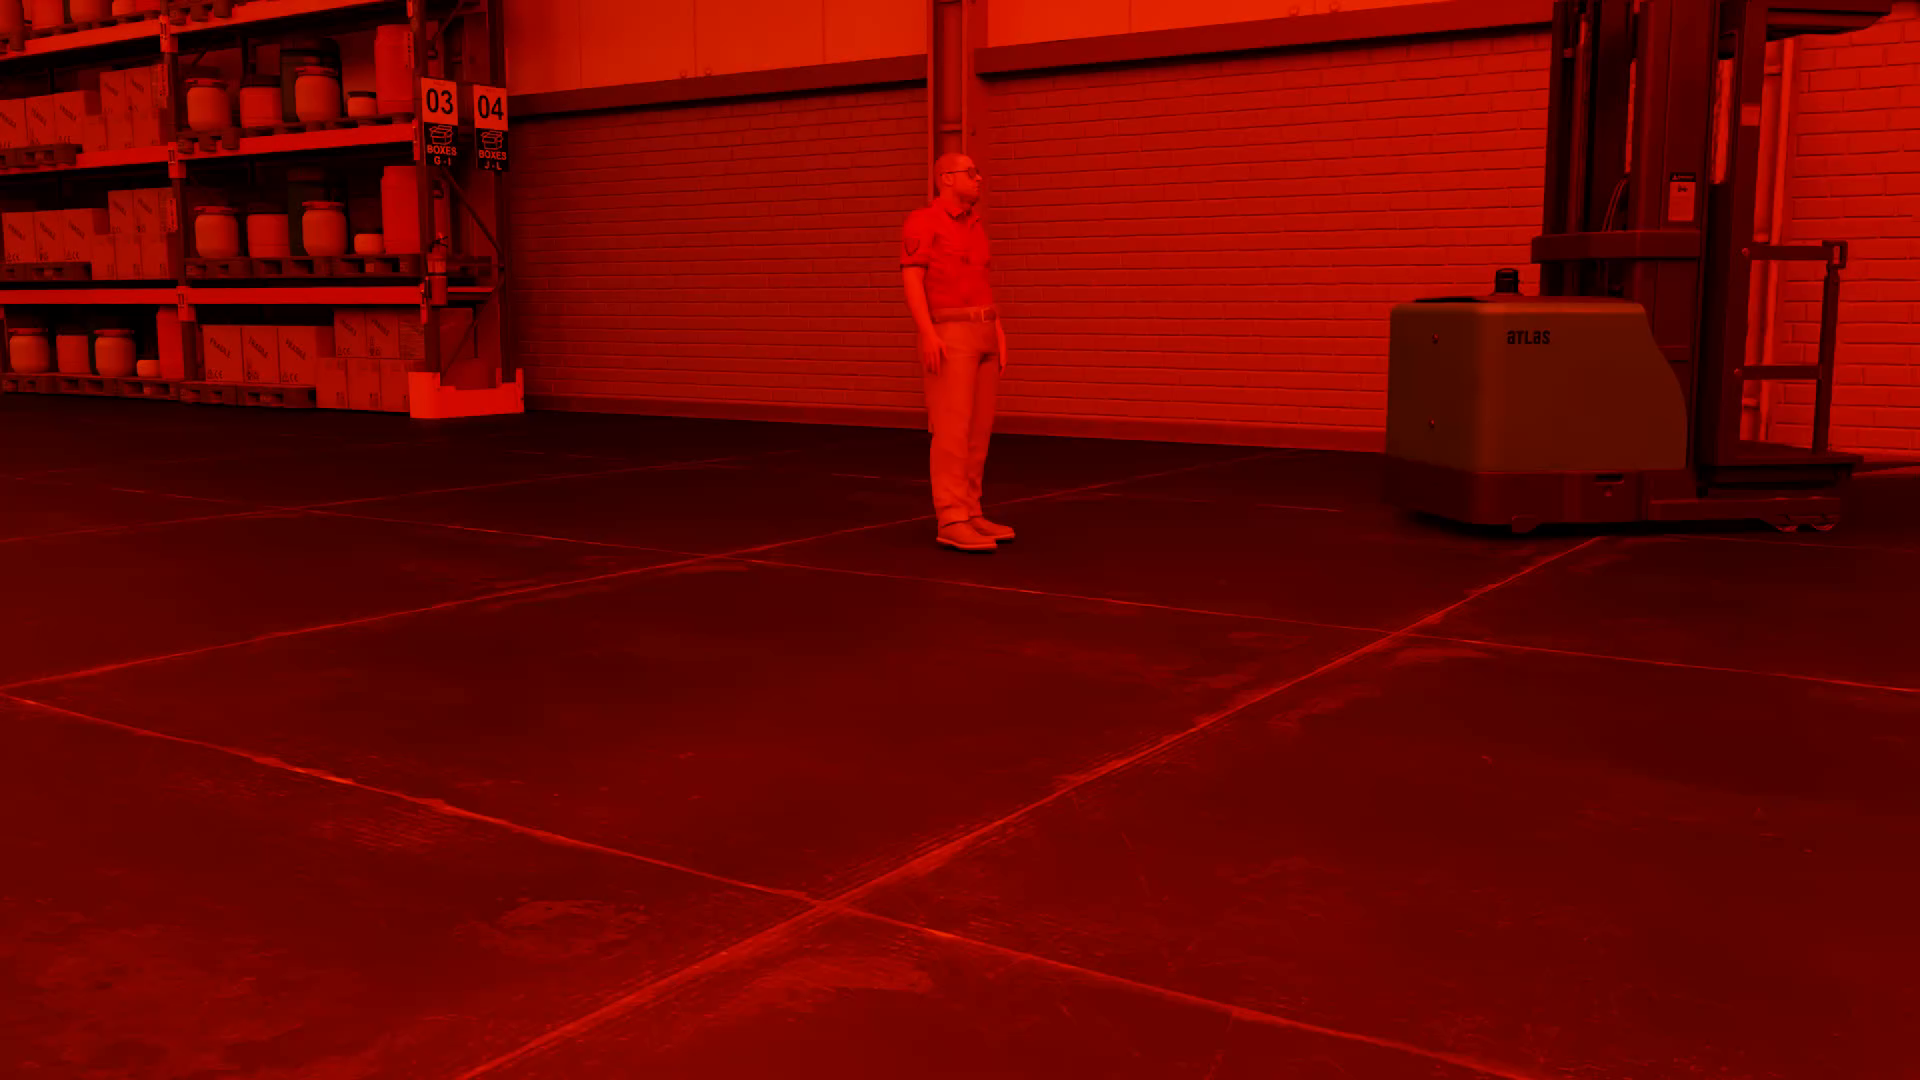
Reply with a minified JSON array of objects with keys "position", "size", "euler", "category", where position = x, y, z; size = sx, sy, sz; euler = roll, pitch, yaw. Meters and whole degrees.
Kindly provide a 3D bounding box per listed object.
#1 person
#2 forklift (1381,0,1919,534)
[{"position":[0.068,-0.855,7.422],"size":[0.550,1.727,0.641],"euler":[5,10,34],"category":"person"},{"position":[3.720,-1.560,8.160],"size":[3.031,2.935,1.130],"euler":[-2,8,-11],"category":"forklift"}]
